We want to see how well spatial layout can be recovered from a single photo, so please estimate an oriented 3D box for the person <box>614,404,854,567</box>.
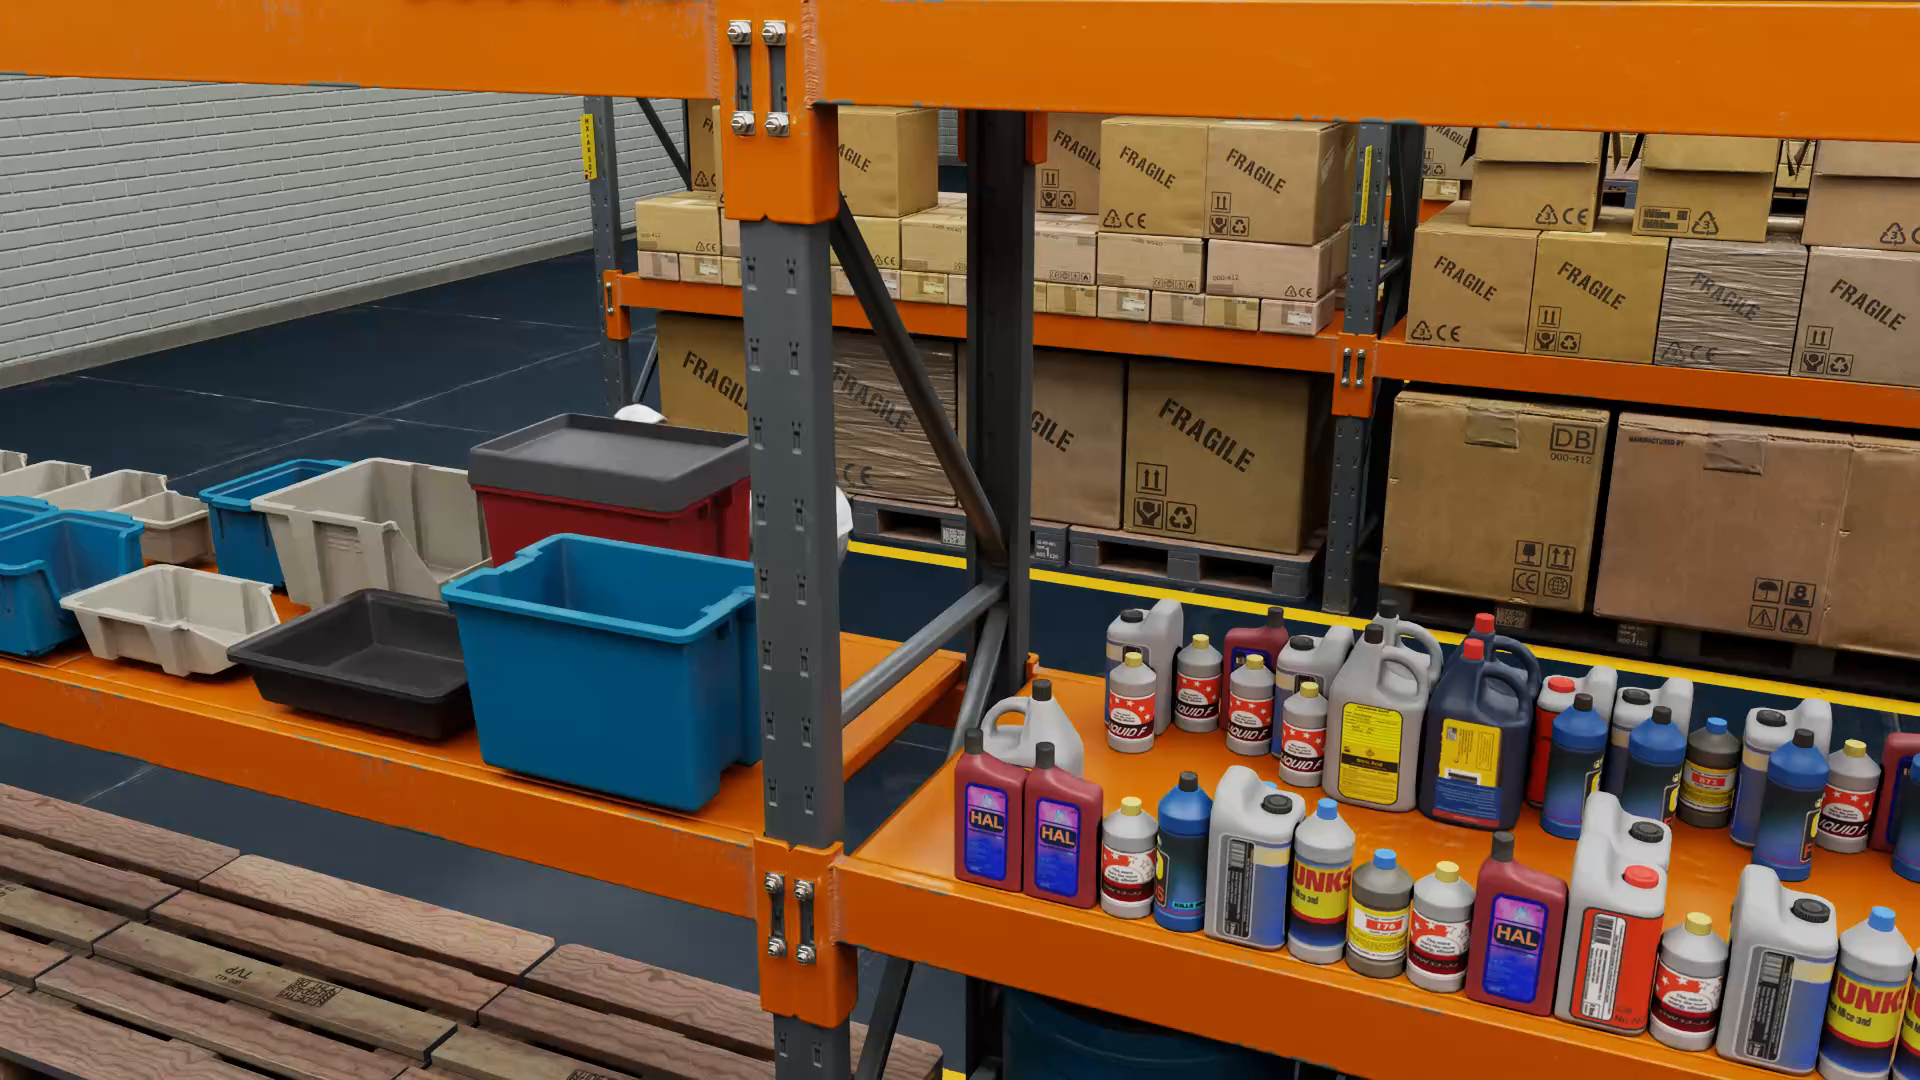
[{"bbox_3d":[-0.884,0.140,6.370,0.959,1.284,0.479,8,20,21],"label":"person"}]
